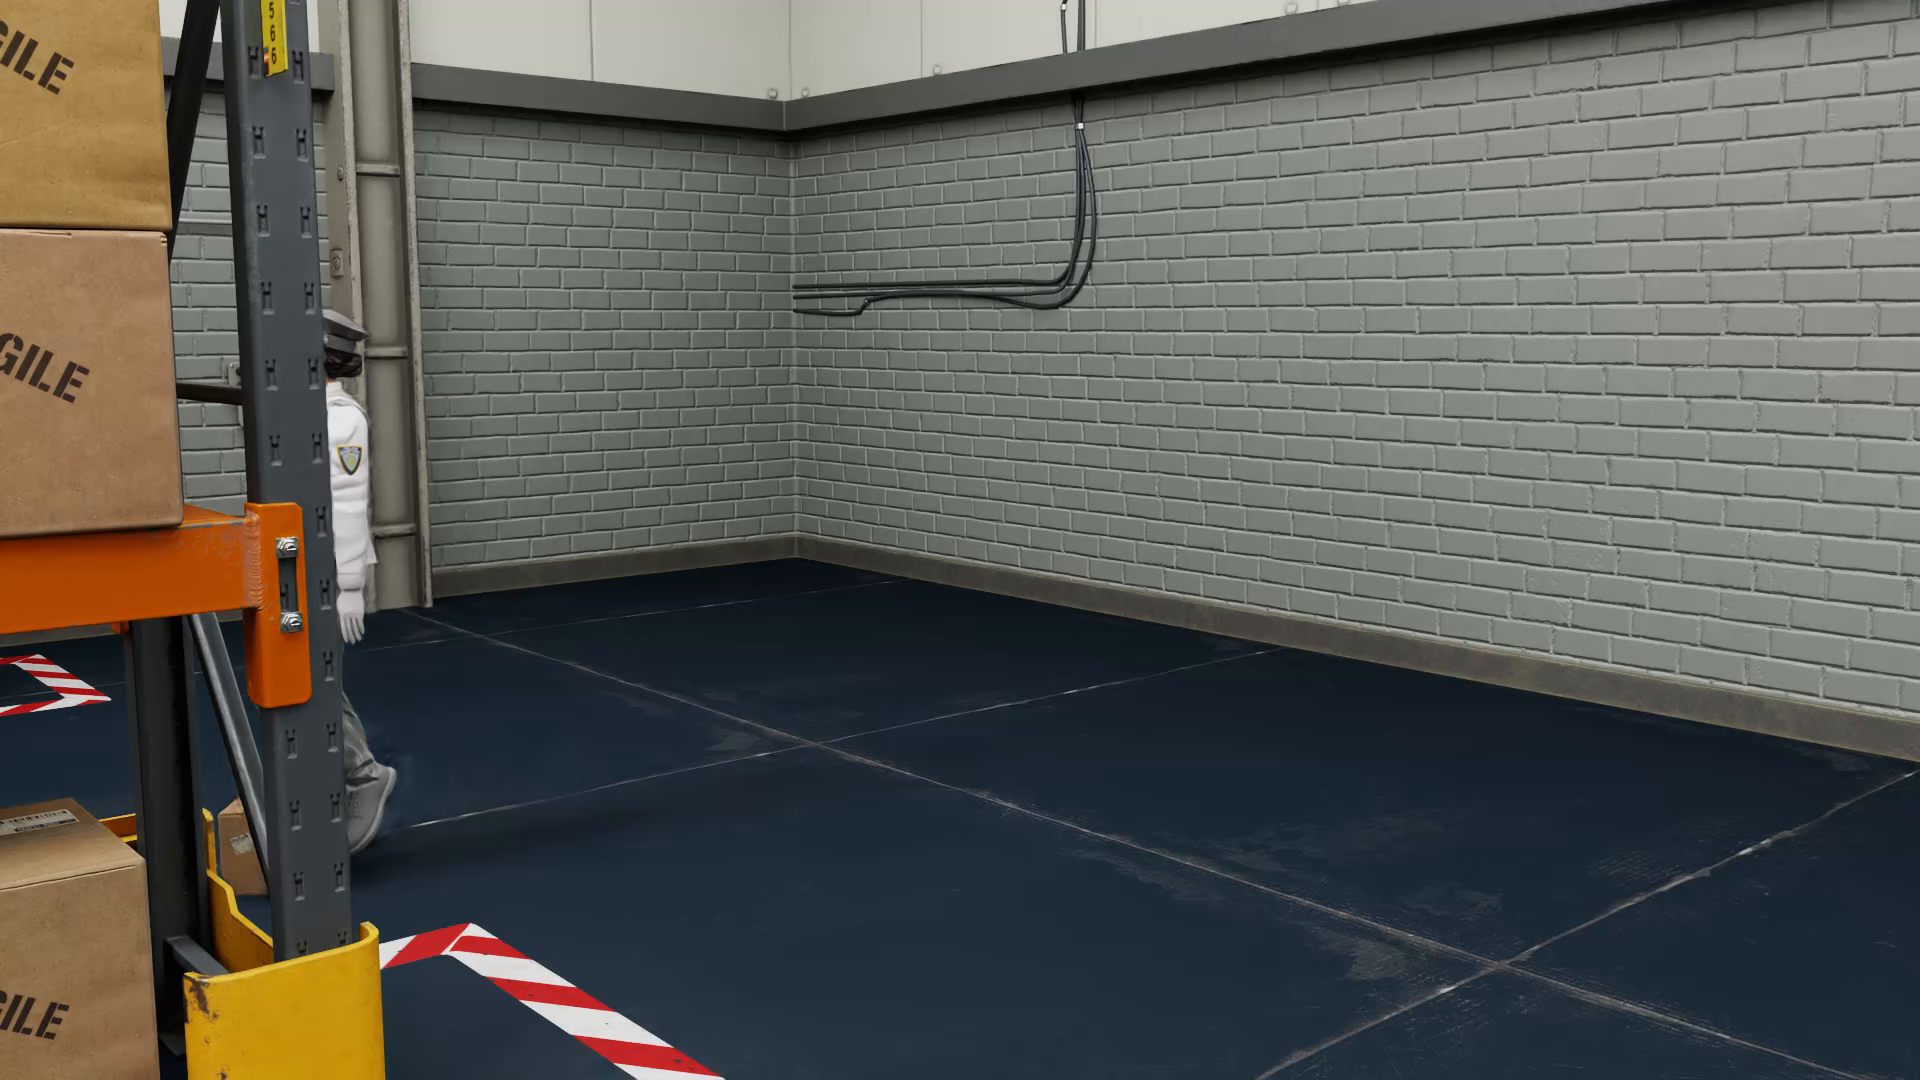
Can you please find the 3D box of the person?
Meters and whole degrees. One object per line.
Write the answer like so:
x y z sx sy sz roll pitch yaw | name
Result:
-1.984 0.120 5.067 0.410 1.689 0.516 -5 9 -32 | person
